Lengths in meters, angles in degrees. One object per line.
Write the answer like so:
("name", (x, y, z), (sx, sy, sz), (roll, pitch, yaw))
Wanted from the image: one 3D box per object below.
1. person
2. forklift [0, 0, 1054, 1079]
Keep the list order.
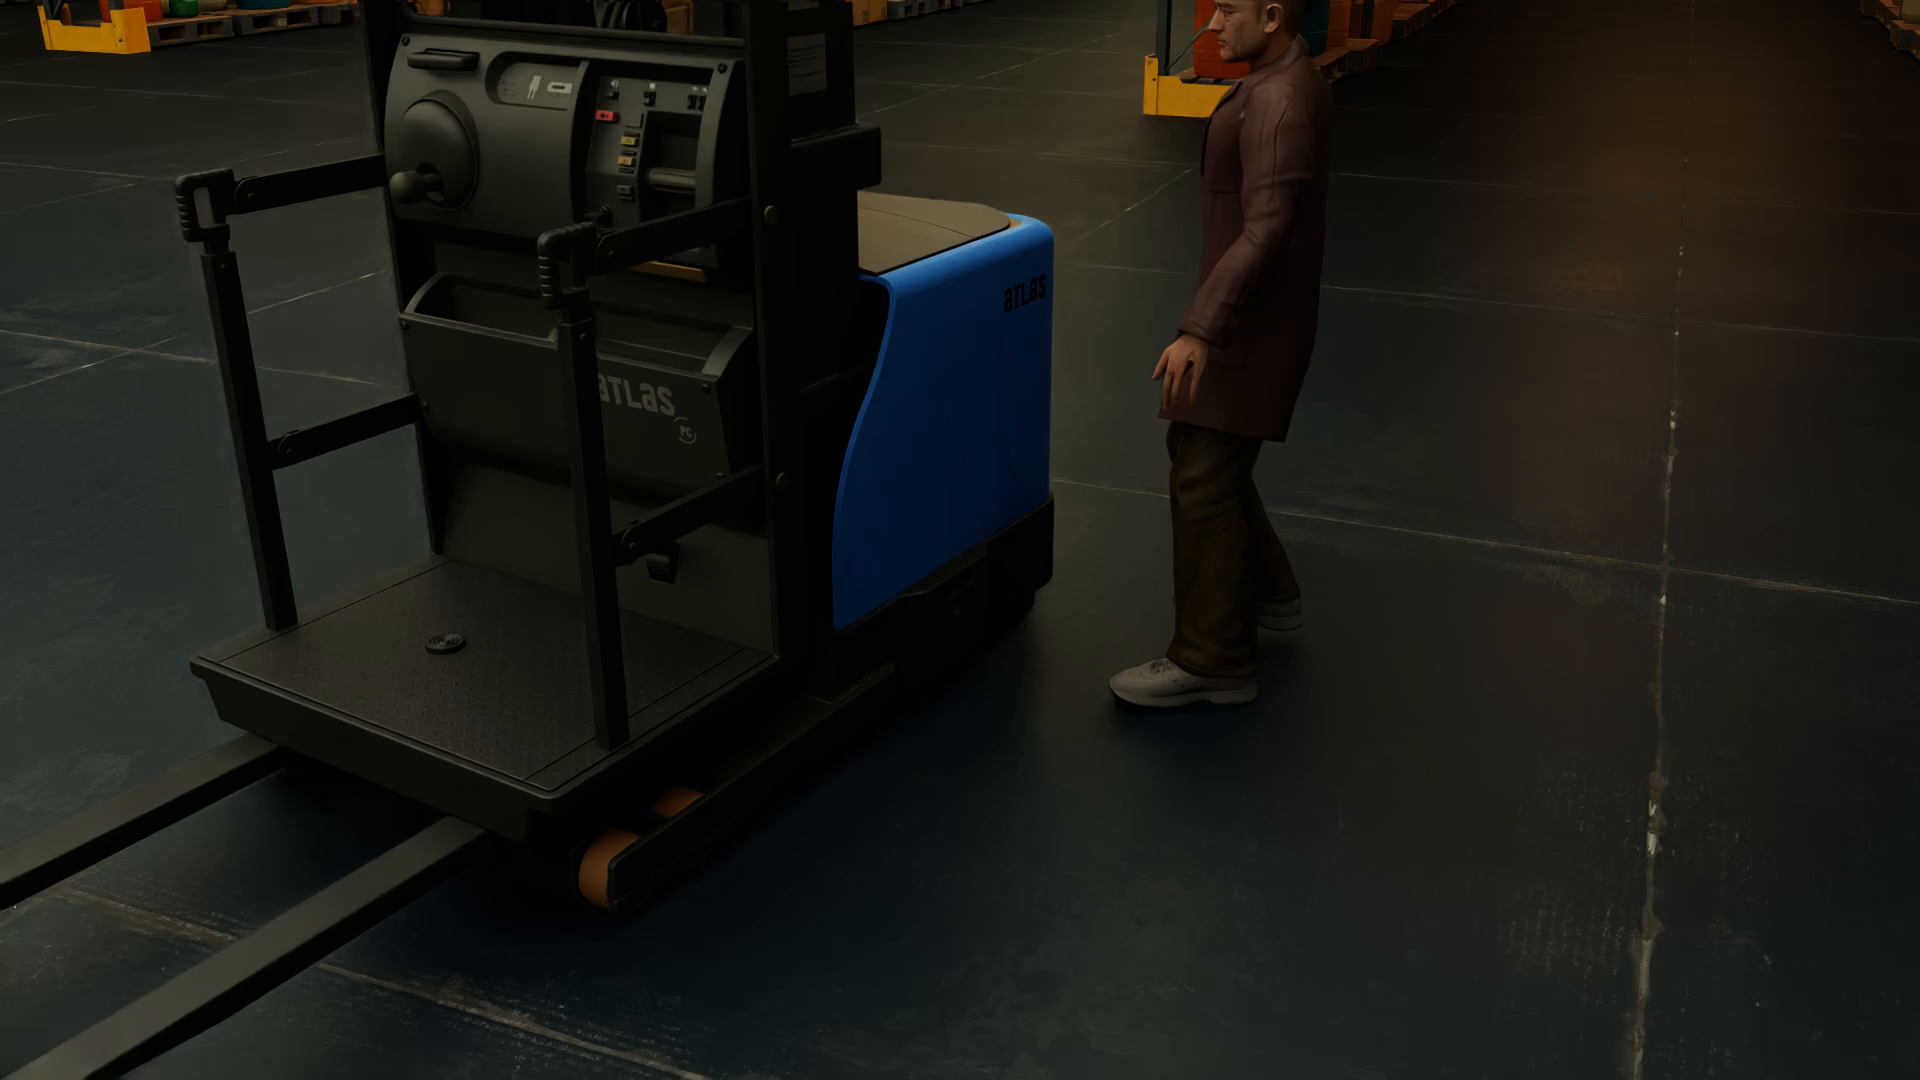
("person", (0.671, -0.523, 4.071), (0.453, 1.753, 0.817), (5, 23, 12))
("forklift", (-0.950, -0.814, 3.240), (1.130, 2.935, 3.031), (14, 26, 29))
